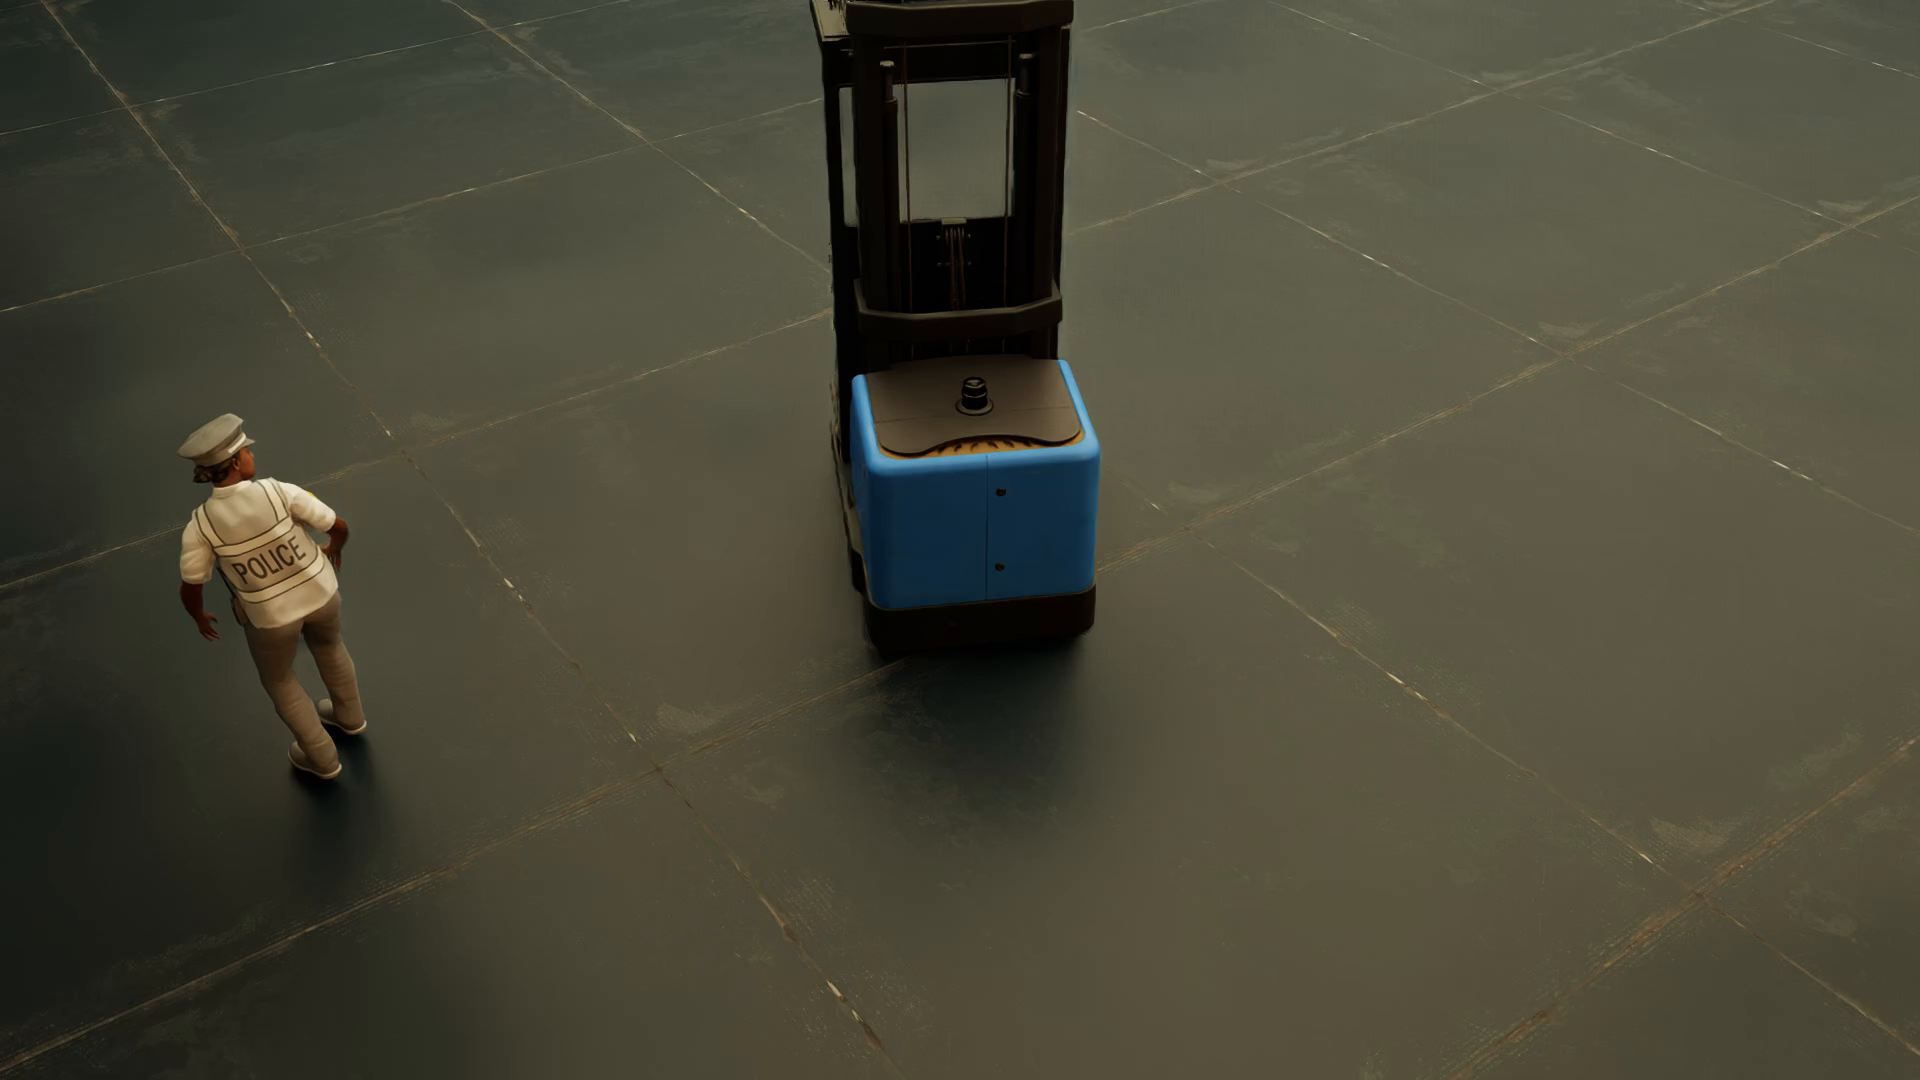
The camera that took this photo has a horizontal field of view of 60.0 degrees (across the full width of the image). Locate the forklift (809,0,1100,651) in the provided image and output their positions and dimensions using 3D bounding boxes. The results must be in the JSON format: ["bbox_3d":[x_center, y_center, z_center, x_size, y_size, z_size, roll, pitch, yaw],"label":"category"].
[{"bbox_3d":[-0.101,-1.539,8.026,1.130,2.935,3.031,-5,37,-7],"label":"forklift"}]

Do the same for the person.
[{"bbox_3d":[-2.742,0.233,6.654,0.624,1.646,0.487,-28,45,-32],"label":"person"}]
